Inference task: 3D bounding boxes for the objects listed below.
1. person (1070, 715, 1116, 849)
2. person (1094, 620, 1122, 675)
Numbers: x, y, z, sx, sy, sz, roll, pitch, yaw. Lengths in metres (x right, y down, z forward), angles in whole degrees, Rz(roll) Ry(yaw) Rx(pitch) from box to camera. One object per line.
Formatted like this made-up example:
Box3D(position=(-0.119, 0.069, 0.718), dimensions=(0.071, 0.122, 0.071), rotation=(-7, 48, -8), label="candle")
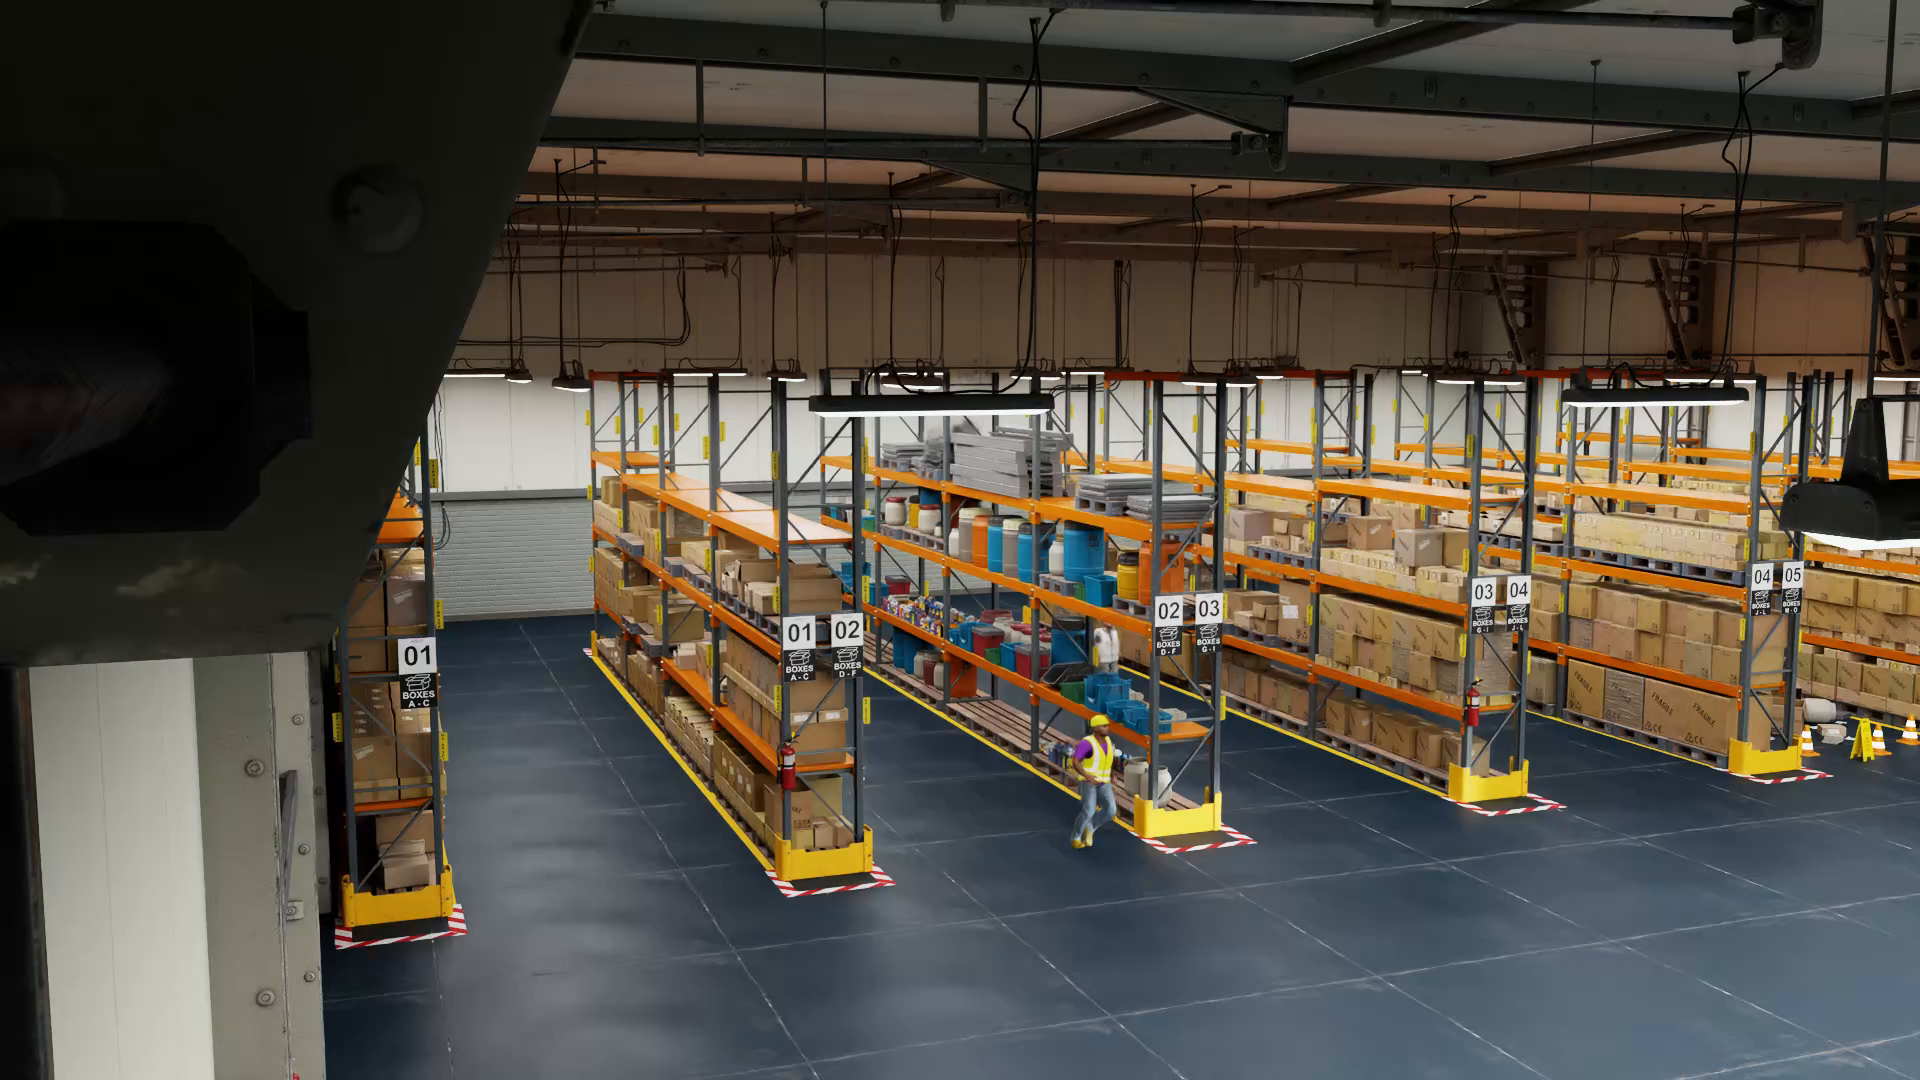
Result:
Box3D(position=(1.772, 3.097, 21.337), dimensions=(0.765, 1.707, 0.559), rotation=(-5, 8, -38), label="person")
Box3D(position=(2.628, 2.152, 29.876), dimensions=(0.660, 1.733, 0.585), rotation=(-3, 7, -28), label="person")
